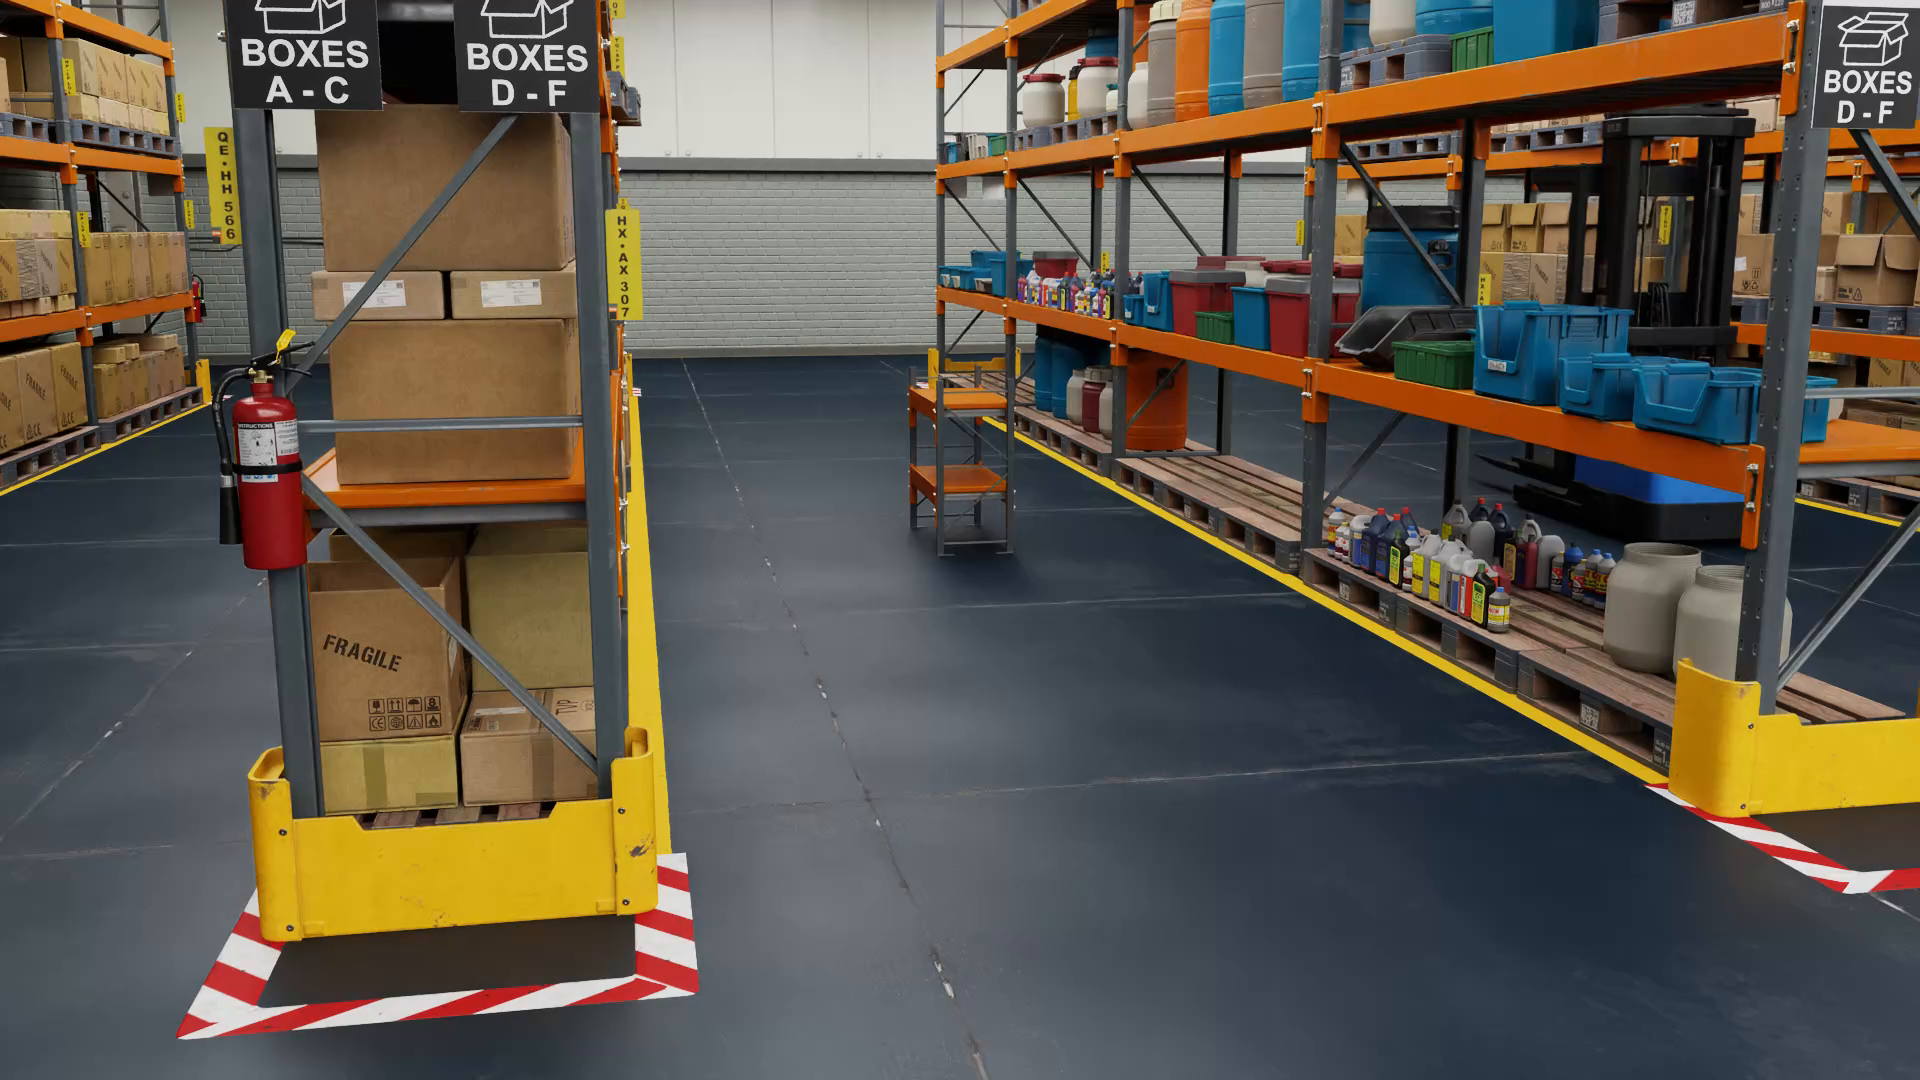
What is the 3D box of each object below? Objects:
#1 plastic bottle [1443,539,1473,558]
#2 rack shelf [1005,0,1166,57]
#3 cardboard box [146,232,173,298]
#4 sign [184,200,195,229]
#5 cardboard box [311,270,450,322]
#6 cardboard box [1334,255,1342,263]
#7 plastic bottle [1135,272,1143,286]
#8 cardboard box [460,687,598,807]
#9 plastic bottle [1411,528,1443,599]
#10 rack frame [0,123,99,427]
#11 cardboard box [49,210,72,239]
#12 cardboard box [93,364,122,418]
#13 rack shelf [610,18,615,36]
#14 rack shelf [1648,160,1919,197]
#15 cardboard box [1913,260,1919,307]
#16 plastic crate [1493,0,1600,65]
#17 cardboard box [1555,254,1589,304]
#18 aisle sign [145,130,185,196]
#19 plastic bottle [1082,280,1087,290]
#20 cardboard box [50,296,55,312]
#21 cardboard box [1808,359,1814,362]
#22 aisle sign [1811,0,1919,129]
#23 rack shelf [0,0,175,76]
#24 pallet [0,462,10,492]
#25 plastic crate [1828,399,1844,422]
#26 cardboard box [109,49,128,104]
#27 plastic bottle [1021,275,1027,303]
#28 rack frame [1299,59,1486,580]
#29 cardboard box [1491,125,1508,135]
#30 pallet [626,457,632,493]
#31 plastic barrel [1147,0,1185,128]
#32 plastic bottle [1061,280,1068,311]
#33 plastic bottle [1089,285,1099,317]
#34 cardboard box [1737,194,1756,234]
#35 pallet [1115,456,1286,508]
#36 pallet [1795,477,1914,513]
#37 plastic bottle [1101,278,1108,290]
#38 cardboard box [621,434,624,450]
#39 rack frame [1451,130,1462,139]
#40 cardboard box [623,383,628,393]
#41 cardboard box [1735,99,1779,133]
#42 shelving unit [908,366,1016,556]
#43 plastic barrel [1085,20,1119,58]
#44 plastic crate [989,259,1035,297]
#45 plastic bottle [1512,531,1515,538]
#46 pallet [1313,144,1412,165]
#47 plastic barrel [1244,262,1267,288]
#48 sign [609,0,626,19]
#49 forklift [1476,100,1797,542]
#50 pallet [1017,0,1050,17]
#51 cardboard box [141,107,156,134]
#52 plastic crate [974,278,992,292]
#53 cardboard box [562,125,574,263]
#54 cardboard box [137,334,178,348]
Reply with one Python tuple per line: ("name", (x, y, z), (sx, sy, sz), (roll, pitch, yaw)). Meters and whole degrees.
("plastic bottle", (2.545, 0.138, 8.557), (0.152, 0.276, 0.135), (-2, 11, -11))
("rack shelf", (1.369, -4.747, 15.065), (1.077, 0.370, 4.000), (-2, 11, -11))
("cardboard box", (-9.255, -3.011, 18.193), (0.980, 0.700, 0.700), (-2, 11, -11))
("sign", (-8.981, -3.793, 19.370), (0.100, 0.325, 0.005), (-2, 11, -11))
("cardboard box", (-1.807, -0.767, 5.204), (0.380, 0.149, 0.250), (-2, 11, -12))
("cardboard box", (4.996, -3.510, 21.222), (0.500, 0.250, 0.500), (-2, 11, -12))
("plastic bottle", (1.694, -2.334, 15.568), (0.144, 0.351, 0.185), (-2, 11, -11))
("cardboard box", (-1.432, 0.701, 5.719), (0.500, 0.250, 0.500), (-2, 11, -11))
("plastic bottle", (2.405, 0.111, 8.497), (0.144, 0.351, 0.185), (-2, 11, -11))
("rack frame", (-8.738, -2.357, 15.556), (1.000, 3.000, 0.127), (-2, 11, -11))
("cardboard box", (-8.396, -2.854, 15.045), (0.500, 0.250, 0.500), (-2, 11, -10))
("cardboard box", (-8.783, -1.476, 16.490), (0.700, 0.500, 0.500), (-2, 11, -10))
("rack shelf", (-3.491, -4.568, 14.122), (1.077, 0.370, 4.000), (-2, 11, -11))
("rack shelf", (10.334, -4.546, 20.959), (1.077, 0.370, 4.000), (-2, 11, -11))
("cardboard box", (7.377, -2.082, 11.383), (1.000, 1.000, 1.000), (-2, 11, -11))
("plastic crate", (2.647, -2.320, 7.386), (0.392, 0.384, 0.575), (-2, 11, -11))
("cardboard box", (6.082, -2.481, 15.940), (0.500, 0.500, 0.500), (-2, 11, -13))
("aisle sign", (-9.236, -4.391, 19.294), (0.394, 0.787, 0.004), (-2, 11, -11))
("plastic bottle", (1.144, -2.233, 15.220), (0.061, 0.283, 0.133), (-2, 11, -11))
("cardboard box", (-8.316, -2.097, 14.809), (0.380, 0.149, 0.250), (-2, 11, -9))
("cardboard box", (10.285, -2.106, 19.946), (0.380, 0.149, 0.250), (-3, 11, -14))
("aisle sign", (3.036, -1.769, 5.516), (0.394, 0.787, 0.004), (-2, 11, -11))
("rack shelf", (-9.127, -5.121, 17.026), (1.077, 0.370, 4.000), (-2, 11, -11))
("pallet", (-8.040, -0.400, 12.736), (1.003, 0.211, 1.213), (-2, 11, -11))
("plastic crate", (3.455, -0.562, 6.834), (0.298, 0.136, 0.250), (-2, 11, -11))
("cardboard box", (-8.809, -4.706, 16.880), (0.500, 0.500, 0.500), (-2, 11, -11))
("plastic bottle", (0.658, -2.552, 16.896), (0.061, 0.283, 0.133), (-2, 11, -11))
("rack frame", (2.536, -1.250, 9.740), (1.000, 3.000, 0.127), (-2, 11, -11))
("cardboard box", (5.961, -4.520, 17.509), (0.700, 0.500, 0.500), (-2, 11, -10))
("pallet", (-3.210, -0.572, 13.639), (1.003, 0.211, 1.213), (-2, 11, -11))
("plastic barrel", (1.704, -3.545, 12.434), (0.600, 0.901, 0.600), (0, 11, 0))
("plastic bottle", (0.976, -2.253, 15.321), (0.061, 0.283, 0.133), (-2, 11, -11))
("plastic bottle", (1.173, -2.079, 14.439), (0.097, 0.271, 0.097), (0, 11, 0))
("cardboard box", (10.058, -4.105, 21.005), (0.500, 0.500, 0.500), (-2, 11, -13))
("pallet", (1.870, -0.470, 13.101), (1.003, 0.211, 1.213), (-2, 11, -11))
("pallet", (7.000, -0.427, 12.875), (1.003, 0.211, 1.213), (-2, 11, -11))
("plastic bottle", (1.424, -2.426, 16.263), (0.097, 0.271, 0.097), (0, 11, 0))
("cardboard box", (-2.460, -0.568, 10.889), (0.500, 0.311, 0.500), (-2, 11, -9))
("rack frame", (5.838, -5.844, 17.834), (1.000, 3.000, 0.127), (-2, 11, -11))
("cardboard box", (-3.110, -1.074, 14.325), (0.500, 0.500, 0.500), (-2, 11, -12))
("cardboard box", (6.557, -3.374, 13.278), (0.500, 0.250, 0.500), (-2, 11, -10))
("shelving unit", (-0.001, -0.554, 11.098), (0.538, 1.125, 1.048), (-2, 11, -11))
("plastic barrel", (1.462, -4.336, 15.466), (0.600, 0.901, 0.708), (-2, 11, -11))
("plastic crate", (0.554, -2.812, 17.829), (0.392, 0.384, 0.575), (-2, 11, -11))
("plastic bottle", (3.053, 0.040, 9.053), (0.061, 0.283, 0.133), (-1, 11, -7))
("pallet", (5.215, -4.925, 21.264), (1.003, 0.211, 1.213), (-2, 11, -11))
("plastic barrel", (2.249, -1.780, 12.227), (0.421, 0.512, 0.421), (0, 11, 0))
("sign", (-1.780, -2.857, 8.568), (0.100, 0.325, 0.005), (-2, 11, -11))
("forklift", (4.788, -1.655, 12.054), (1.130, 2.935, 3.031), (-1, 11, -8))
("pallet", (1.171, -5.224, 16.151), (1.003, 0.211, 1.213), (-2, 11, -11))
("cardboard box", (-9.011, -4.525, 17.939), (0.500, 0.250, 0.500), (-3, 11, -13))
("plastic crate", (0.346, -2.925, 19.088), (0.293, 0.136, 0.466), (-2, 11, -11))
("cardboard box", (-1.841, -1.307, 6.306), (0.700, 0.500, 0.500), (-2, 11, -11))
("cardboard box", (-9.078, -2.246, 18.799), (0.380, 0.149, 0.250), (-2, 11, -12))
